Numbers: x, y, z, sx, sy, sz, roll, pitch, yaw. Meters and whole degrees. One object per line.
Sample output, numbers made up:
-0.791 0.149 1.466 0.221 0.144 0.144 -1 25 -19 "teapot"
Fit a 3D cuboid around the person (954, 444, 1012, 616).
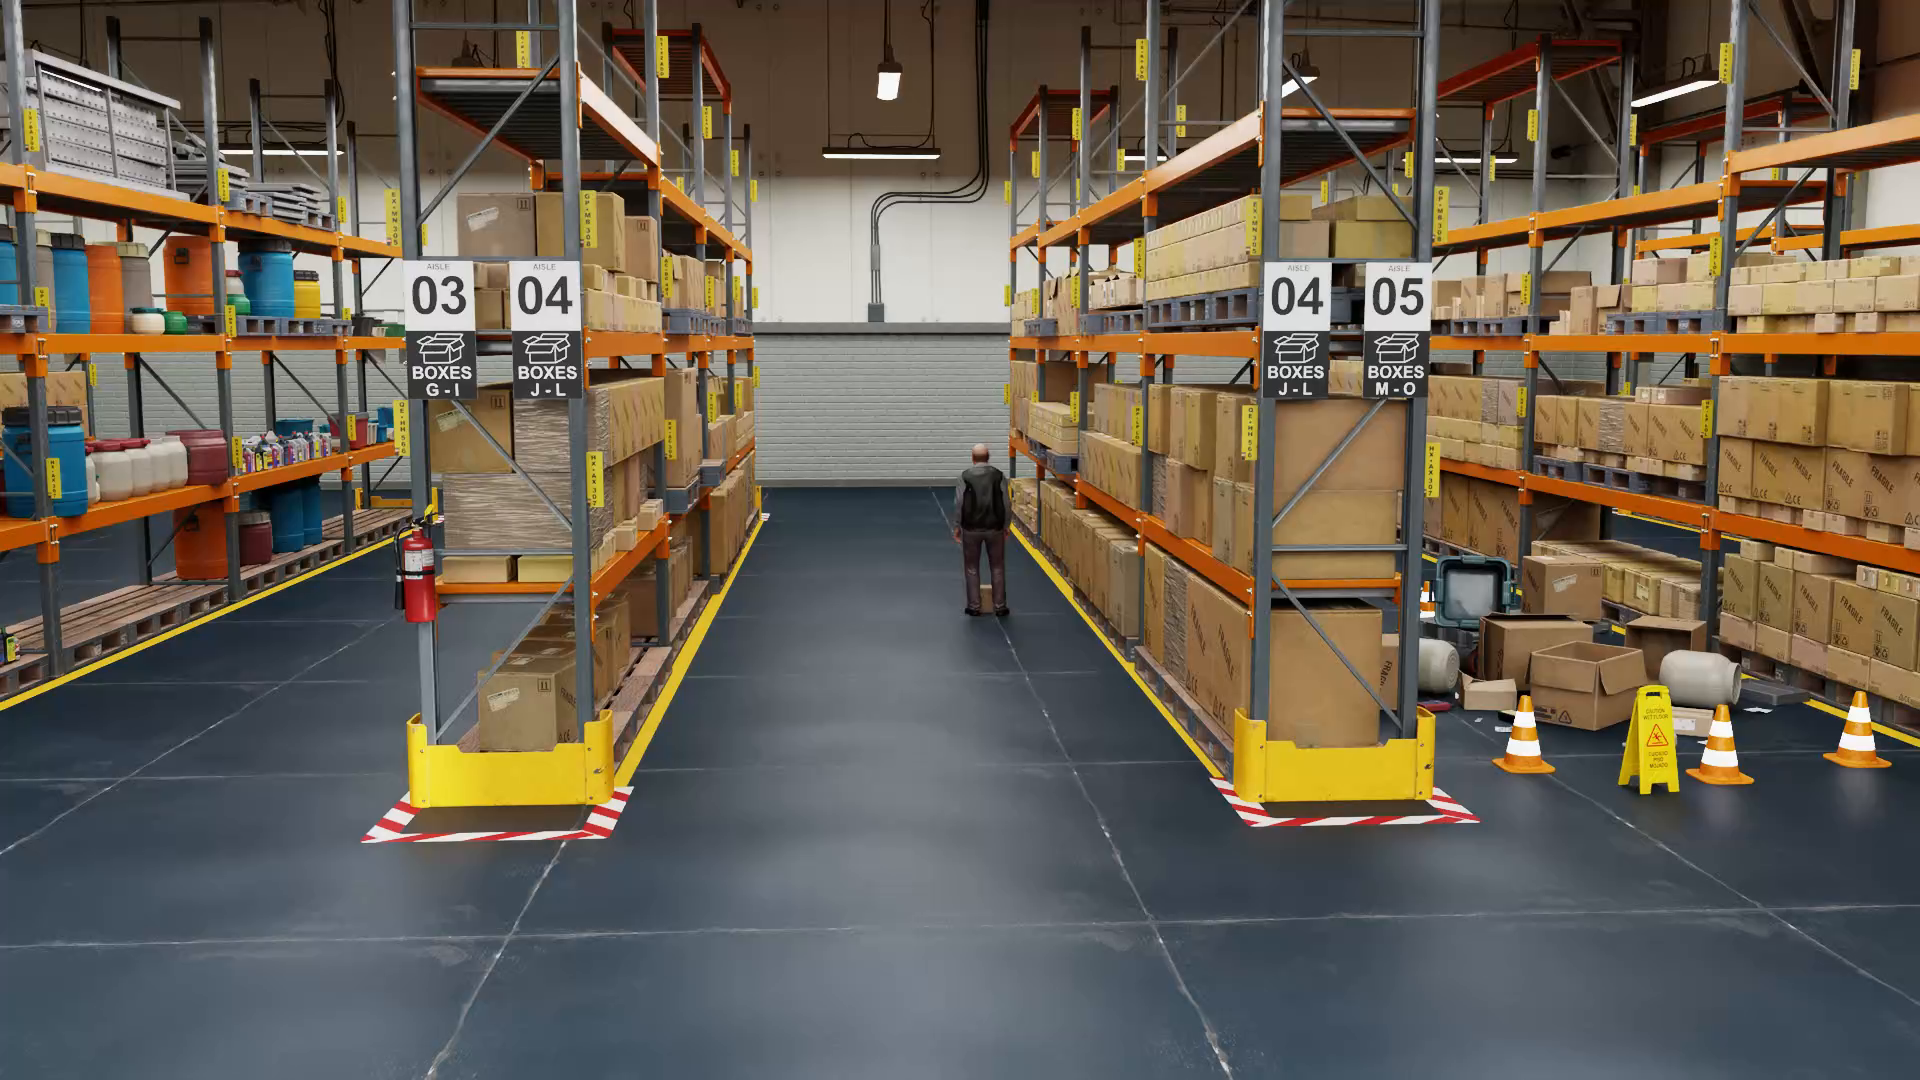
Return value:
0.228 -0.099 16.672 0.586 1.721 0.462 -1 7 -5 "person"
